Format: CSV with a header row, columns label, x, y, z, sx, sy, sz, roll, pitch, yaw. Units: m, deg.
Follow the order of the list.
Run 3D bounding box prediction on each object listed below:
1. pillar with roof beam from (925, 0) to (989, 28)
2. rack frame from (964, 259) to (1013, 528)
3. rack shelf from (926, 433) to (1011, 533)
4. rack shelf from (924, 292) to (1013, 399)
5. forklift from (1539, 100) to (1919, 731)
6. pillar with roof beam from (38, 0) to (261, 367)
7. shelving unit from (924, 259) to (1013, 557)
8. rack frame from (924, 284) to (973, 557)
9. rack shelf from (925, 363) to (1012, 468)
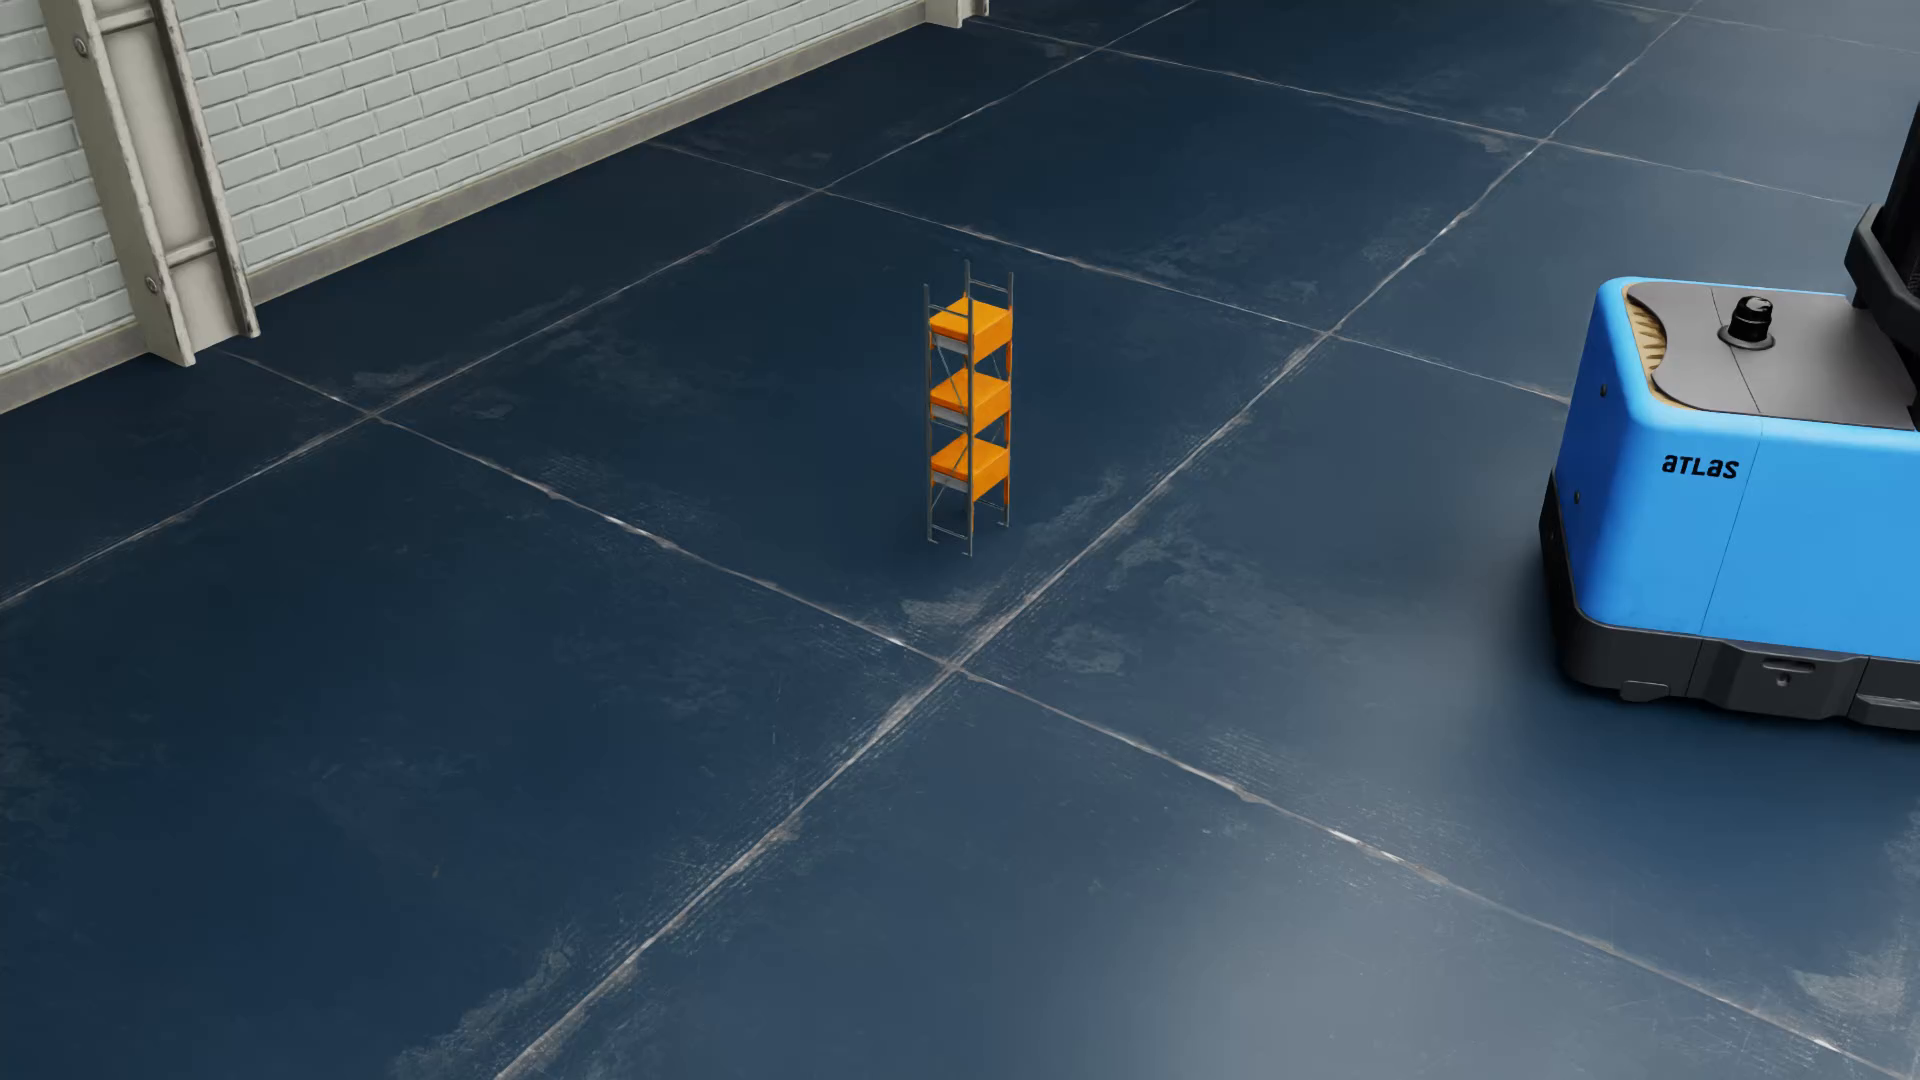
label,x,y,z,sx,sy,sz,roll,pitch,yaw
pillar with roof beam,3.506,-6.020,7.118,9.100,9.000,0.400,21,39,28
rack frame,0.100,-0.516,6.075,0.200,1.050,0.008,21,39,28
rack shelf,0.031,-0.221,6.154,0.215,0.259,0.240,21,39,28
rack shelf,0.031,-0.686,5.839,0.215,0.259,0.240,21,39,28
forklift,3.557,-0.806,4.826,3.031,2.935,1.130,7,35,10
pillar with roof beam,0.085,-3.258,3.035,9.100,9.000,0.400,21,39,28
shelving unit,0.031,-0.460,5.992,0.215,1.050,0.252,21,39,28
rack frame,-0.039,-0.403,5.909,0.200,1.050,0.008,21,39,28
rack shelf,0.031,-0.451,5.998,0.215,0.259,0.240,21,39,28
